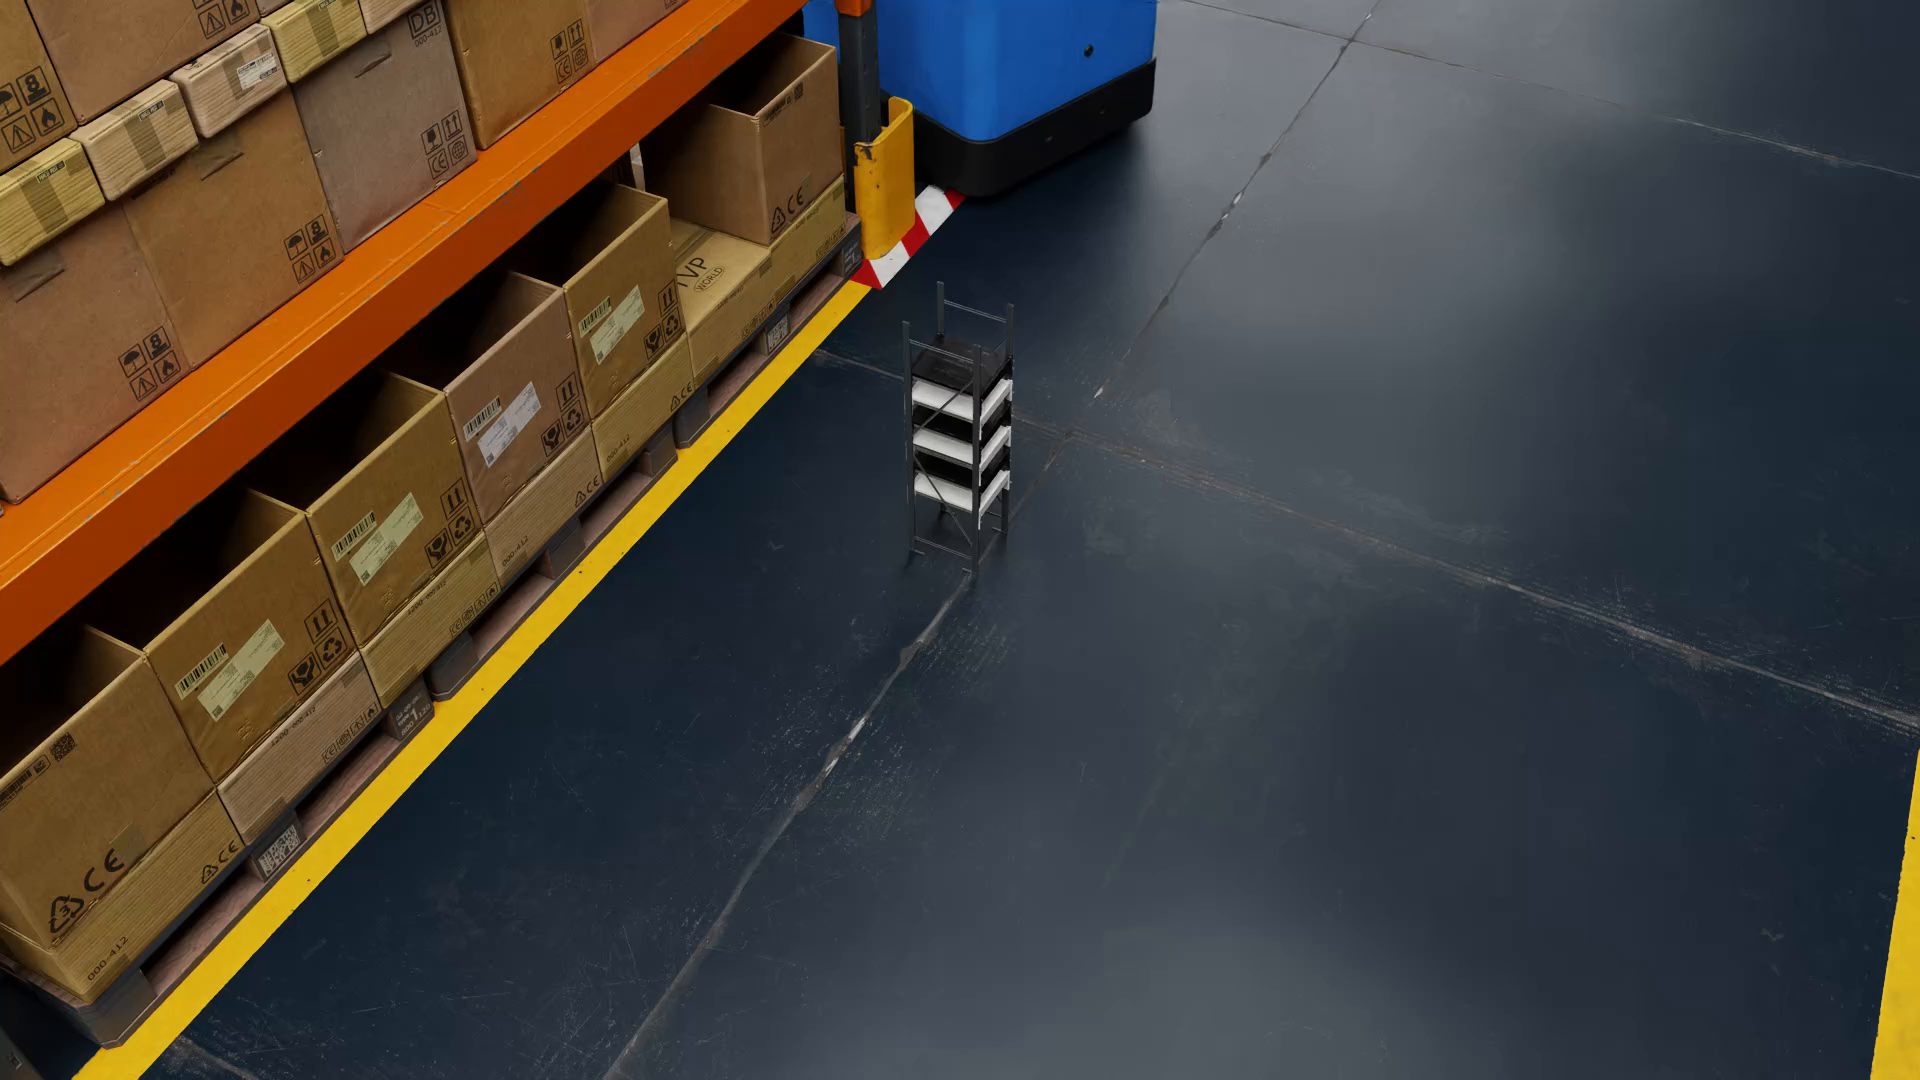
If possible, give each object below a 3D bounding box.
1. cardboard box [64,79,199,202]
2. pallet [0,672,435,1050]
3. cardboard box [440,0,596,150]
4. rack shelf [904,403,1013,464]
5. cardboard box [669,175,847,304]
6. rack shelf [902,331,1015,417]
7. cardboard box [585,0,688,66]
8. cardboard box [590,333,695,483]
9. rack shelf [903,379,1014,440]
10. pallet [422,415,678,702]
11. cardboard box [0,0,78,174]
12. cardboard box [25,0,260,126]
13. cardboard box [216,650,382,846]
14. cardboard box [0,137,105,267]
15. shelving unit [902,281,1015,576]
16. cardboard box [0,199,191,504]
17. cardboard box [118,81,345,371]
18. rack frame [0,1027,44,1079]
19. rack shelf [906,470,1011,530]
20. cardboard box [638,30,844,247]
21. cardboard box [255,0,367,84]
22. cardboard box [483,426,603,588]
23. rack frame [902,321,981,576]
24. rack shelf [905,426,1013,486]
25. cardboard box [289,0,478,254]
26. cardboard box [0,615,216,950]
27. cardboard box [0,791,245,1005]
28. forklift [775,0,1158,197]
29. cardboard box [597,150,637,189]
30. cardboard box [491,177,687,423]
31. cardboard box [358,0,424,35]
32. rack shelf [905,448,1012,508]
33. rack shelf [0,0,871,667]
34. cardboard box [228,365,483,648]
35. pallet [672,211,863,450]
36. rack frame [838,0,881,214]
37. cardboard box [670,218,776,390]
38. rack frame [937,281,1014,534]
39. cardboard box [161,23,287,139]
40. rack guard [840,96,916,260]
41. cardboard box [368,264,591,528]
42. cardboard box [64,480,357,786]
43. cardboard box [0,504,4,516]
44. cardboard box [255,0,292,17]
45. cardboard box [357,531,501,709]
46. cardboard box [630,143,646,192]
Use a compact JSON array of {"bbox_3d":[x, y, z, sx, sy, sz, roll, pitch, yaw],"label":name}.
[{"bbox_3d":[-1.846,-0.877,3.482,0.380,0.149,0.250,19,48,18],"label":"cardboard box"},{"bbox_3d":[-2.210,0.628,4.481,1.003,0.211,1.213,20,49,19],"label":"pallet"},{"bbox_3d":[-1.462,-1.487,4.540,0.700,0.500,0.500,21,49,19],"label":"cardboard box"},{"bbox_3d":[-0.004,-0.351,4.885,0.258,0.077,0.200,20,49,19],"label":"rack shelf"},{"bbox_3d":[-0.746,-1.130,5.896,0.500,0.250,0.500,20,49,19],"label":"cardboard box"},{"bbox_3d":[-0.004,-0.478,4.757,0.258,0.077,0.200,20,49,19],"label":"rack shelf"},{"bbox_3d":[-1.227,-1.797,4.847,0.700,0.500,0.500,22,49,20],"label":"cardboard box"},{"bbox_3d":[-1.198,-0.496,5.269,0.500,0.250,0.500,20,49,19],"label":"cardboard box"},{"bbox_3d":[-0.004,-0.414,4.821,0.258,0.077,0.200,20,49,19],"label":"rack shelf"},{"bbox_3d":[-1.644,-0.143,5.243,1.003,0.211,1.213,20,49,19],"label":"pallet"},{"bbox_3d":[-2.182,-0.956,3.104,0.700,0.500,0.500,20,49,19],"label":"cardboard box"},{"bbox_3d":[-1.949,-1.272,3.415,0.700,0.500,0.500,20,49,19],"label":"cardboard box"},{"bbox_3d":[-1.895,0.449,4.335,0.500,0.250,0.500,20,49,19],"label":"cardboard box"},{"bbox_3d":[-1.964,-0.720,3.326,0.380,0.149,0.250,20,49,19],"label":"cardboard box"},{"bbox_3d":[-0.004,-0.311,4.925,0.258,0.900,0.210,20,49,19],"label":"shelving unit"},{"bbox_3d":[-2.176,-0.516,3.581,0.700,0.500,0.500,20,49,19],"label":"cardboard box"},{"bbox_3d":[-1.940,-0.831,3.892,0.700,0.500,0.500,21,49,20],"label":"cardboard box"},{"bbox_3d":[-2.613,0.136,3.006,0.949,2.616,0.053,20,49,19],"label":"rack frame"},{"bbox_3d":[-0.004,-0.161,5.077,0.258,0.077,0.200,20,49,19],"label":"rack shelf"},{"bbox_3d":[-0.744,-1.393,5.629,0.500,0.500,0.500,20,49,19],"label":"cardboard box"},{"bbox_3d":[-1.604,-1.210,3.811,0.380,0.149,0.250,20,49,19],"label":"cardboard box"},{"bbox_3d":[-1.432,-0.181,4.958,0.500,0.250,0.500,20,49,19],"label":"cardboard box"},{"bbox_3d":[-0.051,-0.247,4.862,0.240,0.900,0.006,20,49,19],"label":"rack frame"},{"bbox_3d":[-0.004,-0.288,4.949,0.258,0.077,0.200,20,49,19],"label":"rack shelf"},{"bbox_3d":[-1.703,-1.154,4.211,0.700,0.500,0.500,22,49,20],"label":"cardboard box"},{"bbox_3d":[-2.123,0.502,3.756,0.500,0.500,0.500,20,49,19],"label":"cardboard box"},{"bbox_3d":[-2.132,0.762,4.026,0.500,0.250,0.500,20,49,19],"label":"cardboard box"},{"bbox_3d":[-0.566,-3.328,6.479,1.130,2.935,3.031,-33,54,-28],"label":"forklift"},{"bbox_3d":[-1.435,-1.249,5.486,0.500,0.500,0.500,20,49,19],"label":"cardboard box"},{"bbox_3d":[-1.196,-0.758,5.001,0.500,0.500,0.500,20,49,19],"label":"cardboard box"},{"bbox_3d":[-1.486,-1.366,3.965,0.380,0.149,0.250,20,49,19],"label":"cardboard box"},{"bbox_3d":[-0.004,-0.225,5.013,0.258,0.077,0.200,20,49,19],"label":"rack shelf"},{"bbox_3d":[-1.687,-0.872,4.508,1.077,0.370,4.000,20,49,19],"label":"rack shelf"},{"bbox_3d":[-1.659,-0.128,4.378,0.500,0.500,0.500,20,49,19],"label":"cardboard box"},{"bbox_3d":[-1.077,-0.909,6.000,1.003,0.211,1.213,20,49,19],"label":"pallet"},{"bbox_3d":[-0.759,-2.385,5.498,1.000,3.000,0.127,20,49,19],"label":"rack frame"},{"bbox_3d":[-0.968,-0.811,5.581,0.500,0.250,0.500,20,49,19],"label":"cardboard box"},{"bbox_3d":[0.043,-0.375,4.988,0.240,0.900,0.006,20,49,19],"label":"rack frame"},{"bbox_3d":[-1.725,-1.046,3.649,0.380,0.149,0.250,19,48,18],"label":"cardboard box"},{"bbox_3d":[-0.748,-1.521,6.402,1.175,0.500,0.348,20,49,19],"label":"rack guard"},{"bbox_3d":[-1.429,-0.444,4.690,0.500,0.500,0.500,20,49,19],"label":"cardboard box"},{"bbox_3d":[-1.898,0.184,4.070,0.500,0.500,0.500,20,49,19],"label":"cardboard box"},{"bbox_3d":[-2.415,-0.181,3.250,0.700,0.500,0.500,19,48,18],"label":"cardboard box"},{"bbox_3d":[-1.717,-1.586,3.726,0.700,0.500,0.500,20,49,19],"label":"cardboard box"},{"bbox_3d":[-1.659,0.136,4.645,0.500,0.250,0.500,20,49,19],"label":"cardboard box"},{"bbox_3d":[-1.205,-1.301,6.065,0.500,0.250,0.500,20,49,19],"label":"cardboard box"}]
